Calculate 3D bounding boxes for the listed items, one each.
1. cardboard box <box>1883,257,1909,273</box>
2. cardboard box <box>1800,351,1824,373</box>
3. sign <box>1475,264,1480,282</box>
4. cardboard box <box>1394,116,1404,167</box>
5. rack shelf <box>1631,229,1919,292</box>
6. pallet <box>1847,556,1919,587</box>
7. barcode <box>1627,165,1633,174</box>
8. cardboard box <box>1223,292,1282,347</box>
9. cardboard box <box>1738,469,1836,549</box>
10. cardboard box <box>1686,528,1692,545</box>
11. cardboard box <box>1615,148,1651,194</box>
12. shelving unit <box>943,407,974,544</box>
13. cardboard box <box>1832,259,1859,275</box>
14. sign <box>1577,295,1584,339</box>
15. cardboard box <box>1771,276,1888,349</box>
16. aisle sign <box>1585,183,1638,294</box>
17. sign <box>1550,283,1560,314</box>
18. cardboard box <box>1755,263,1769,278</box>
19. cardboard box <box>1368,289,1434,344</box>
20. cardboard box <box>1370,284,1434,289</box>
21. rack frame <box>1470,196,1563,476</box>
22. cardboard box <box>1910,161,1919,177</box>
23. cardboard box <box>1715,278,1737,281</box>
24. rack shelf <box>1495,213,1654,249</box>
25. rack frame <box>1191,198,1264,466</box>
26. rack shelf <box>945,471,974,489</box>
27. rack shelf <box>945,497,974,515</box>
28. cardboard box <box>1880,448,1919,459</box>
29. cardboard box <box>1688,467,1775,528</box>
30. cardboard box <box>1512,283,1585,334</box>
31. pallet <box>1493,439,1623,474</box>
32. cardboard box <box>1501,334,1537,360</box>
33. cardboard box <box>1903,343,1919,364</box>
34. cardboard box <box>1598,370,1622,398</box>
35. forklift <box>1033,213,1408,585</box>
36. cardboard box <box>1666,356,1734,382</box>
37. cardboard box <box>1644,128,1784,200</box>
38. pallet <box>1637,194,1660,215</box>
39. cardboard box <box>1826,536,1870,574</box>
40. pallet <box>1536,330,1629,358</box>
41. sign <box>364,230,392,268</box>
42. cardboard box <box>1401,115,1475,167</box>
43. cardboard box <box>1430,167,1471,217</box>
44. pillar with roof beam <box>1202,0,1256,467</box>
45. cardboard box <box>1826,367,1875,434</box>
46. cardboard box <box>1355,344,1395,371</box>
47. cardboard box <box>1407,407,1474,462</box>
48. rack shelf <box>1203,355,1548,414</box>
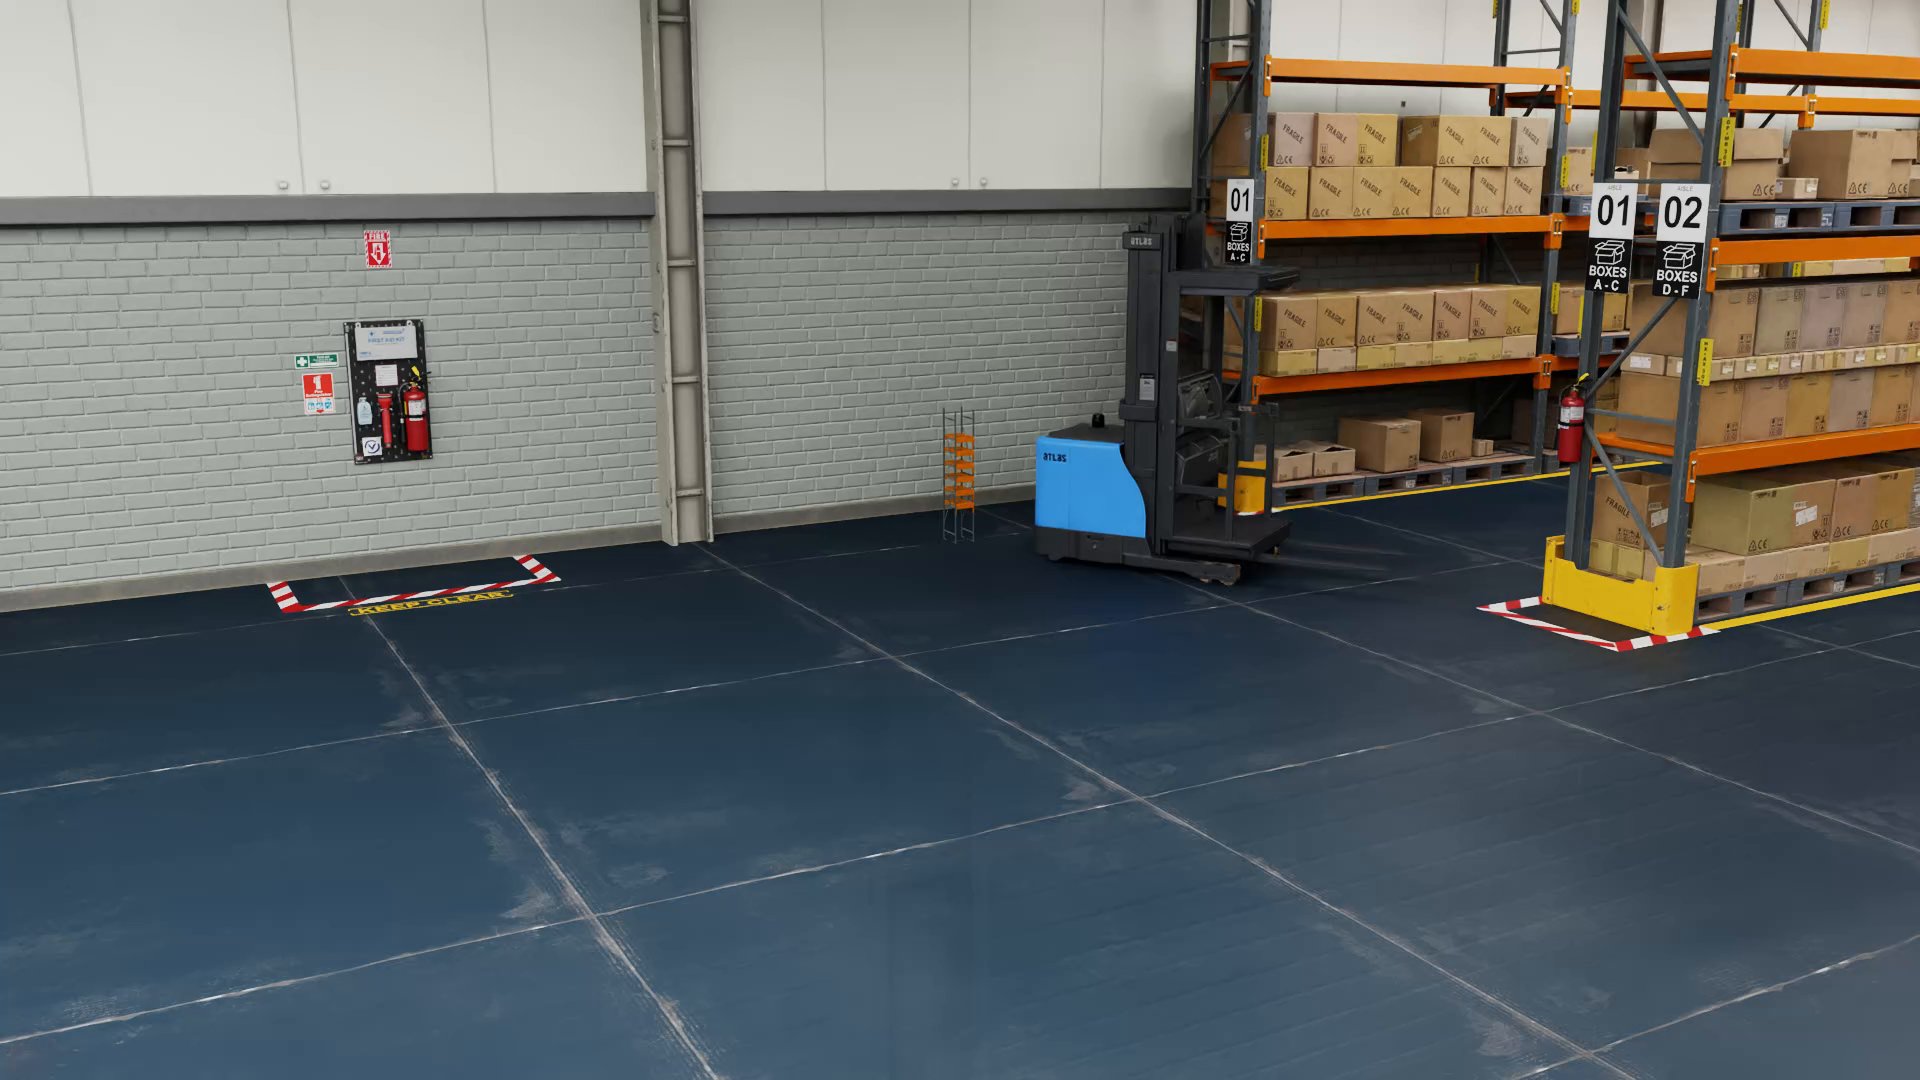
[{"bbox_3d":[11.492,-3.425,20.836,0.500,0.250,0.500,-7,15,-29],"label":"cardboard box"},{"bbox_3d":[6.324,-1.370,12.661,0.250,0.149,0.380,-7,15,-30],"label":"cardboard box"},{"bbox_3d":[5.836,-2.943,18.717,0.005,0.325,0.100,-7,14,-28],"label":"sign"},{"bbox_3d":[4.209,-4.115,17.178,0.500,0.500,0.500,-7,14,-28],"label":"cardboard box"},{"bbox_3d":[6.727,-2.219,12.945,4.000,0.370,1.077,-7,14,-28],"label":"rack shelf"},{"bbox_3d":[7.764,0.119,14.101,1.213,0.211,1.003,-7,14,-28],"label":"pallet"},{"bbox_3d":[5.005,-2.768,12.421,0.075,0.075,0.001,-7,14,-28],"label":"barcode"},{"bbox_3d":[2.906,-2.244,16.835,0.500,0.500,0.500,-7,14,-28],"label":"cardboard box"},{"bbox_3d":[6.419,-0.247,12.974,0.500,0.500,0.500,-7,14,-28],"label":"cardboard box"},{"bbox_3d":[5.733,0.072,13.264,0.500,0.250,0.500,-7,14,-28],"label":"cardboard box"},{"bbox_3d":[7.706,-4.160,18.748,0.500,0.500,0.500,-7,15,-30],"label":"cardboard box"},{"bbox_3d":[-0.013,-0.584,14.971,0.189,1.200,0.258,-7,14,-28],"label":"shelving unit"},{"bbox_3d":[10.610,-3.317,20.355,0.500,0.250,0.500,-7,14,-29],"label":"cardboard box"},{"bbox_3d":[4.723,-1.683,12.578,0.005,0.325,0.100,-7,14,-28],"label":"sign"},{"bbox_3d":[6.774,-1.793,13.060,0.500,0.500,0.700,-7,14,-28],"label":"cardboard box"},{"bbox_3d":[4.773,-2.214,12.196,0.004,0.787,0.394,-7,14,-28],"label":"aisle sign"},{"bbox_3d":[6.372,-2.590,17.814,0.005,0.325,0.100,-7,14,-28],"label":"sign"},{"bbox_3d":[9.890,-3.359,20.546,0.500,0.250,0.500,-6,14,-26],"label":"cardboard box"},{"bbox_3d":[4.500,-2.305,17.108,0.500,0.500,0.500,-6,14,-26],"label":"cardboard box"},{"bbox_3d":[4.697,-2.460,17.795,0.500,0.500,0.500,-6,14,-26],"label":"cardboard box"},{"bbox_3d":[6.105,-2.271,18.370,0.127,3.000,1.000,-7,14,-28],"label":"rack frame"},{"bbox_3d":[7.440,-2.951,13.487,0.500,0.311,0.500,-8,15,-31],"label":"cardboard box"},{"bbox_3d":[8.731,-2.840,19.668,0.500,0.500,0.700,-8,15,-33],"label":"cardboard box"},{"bbox_3d":[7.861,-3.594,19.055,4.000,0.370,1.077,-7,14,-28],"label":"rack shelf"},{"bbox_3d":[2.594,-1.851,16.501,0.127,3.000,1.000,-7,14,-28],"label":"rack frame"},{"bbox_3d":[-0.013,-0.540,14.980,0.180,0.103,0.258,-7,14,-28],"label":"rack shelf"},{"bbox_3d":[-0.013,-0.306,15.033,0.180,0.103,0.258,-7,14,-28],"label":"rack shelf"},{"bbox_3d":[7.925,-0.558,14.355,0.500,0.500,0.500,-7,14,-28],"label":"cardboard box"},{"bbox_3d":[6.170,-0.347,13.419,0.500,0.500,0.500,-7,14,-28],"label":"cardboard box"},{"bbox_3d":[6.568,-2.582,18.520,0.500,0.500,0.700,-7,14,-28],"label":"cardboard box"},{"bbox_3d":[6.788,-0.993,19.042,1.213,0.211,1.003,-7,14,-28],"label":"pallet"},{"bbox_3d":[5.835,-2.100,17.904,0.500,0.250,0.500,-7,14,-28],"label":"cardboard box"},{"bbox_3d":[7.452,-1.506,13.263,0.250,0.149,0.380,-7,14,-28],"label":"cardboard box"},{"bbox_3d":[7.583,-1.816,19.328,0.500,0.250,0.500,-7,15,-29],"label":"cardboard box"},{"bbox_3d":[2.175,-1.196,13.746,3.031,2.935,1.130,7,14,28],"label":"forklift"},{"bbox_3d":[5.419,-1.261,12.177,0.250,0.149,0.380,-7,14,-28],"label":"cardboard box"},{"bbox_3d":[5.478,-2.743,12.123,0.637,0.503,0.797,-6,14,-24],"label":"cardboard box"},{"bbox_3d":[7.607,-3.797,18.747,1.003,0.211,1.213,-7,14,-28],"label":"pallet"},{"bbox_3d":[6.866,0.069,13.276,0.500,0.250,0.500,-7,14,-28],"label":"cardboard box"},{"bbox_3d":[6.846,-2.230,18.624,1.213,0.211,1.003,-7,14,-28],"label":"pallet"},{"bbox_3d":[-4.714,-2.356,13.468,0.199,0.298,0.001,-7,14,-28],"label":"sign"},{"bbox_3d":[4.866,-4.060,16.933,0.500,0.500,0.500,-7,15,-30],"label":"cardboard box"},{"bbox_3d":[4.862,-3.576,17.063,0.500,0.500,0.500,-7,15,-30],"label":"cardboard box"},{"bbox_3d":[4.857,-4.188,13.223,0.400,9.000,9.100,-7,14,-28],"label":"pillar with roof beam"},{"bbox_3d":[6.745,-1.155,13.183,0.500,0.500,0.700,-6,14,-26],"label":"cardboard box"},{"bbox_3d":[4.074,-1.887,16.959,0.500,0.250,0.500,-7,15,-29],"label":"cardboard box"},{"bbox_3d":[5.213,-1.150,18.077,0.500,0.500,0.500,-8,15,-32],"label":"cardboard box"},{"bbox_3d":[4.350,-1.710,17.514,4.000,0.370,1.077,-7,14,-28],"label":"rack shelf"}]
